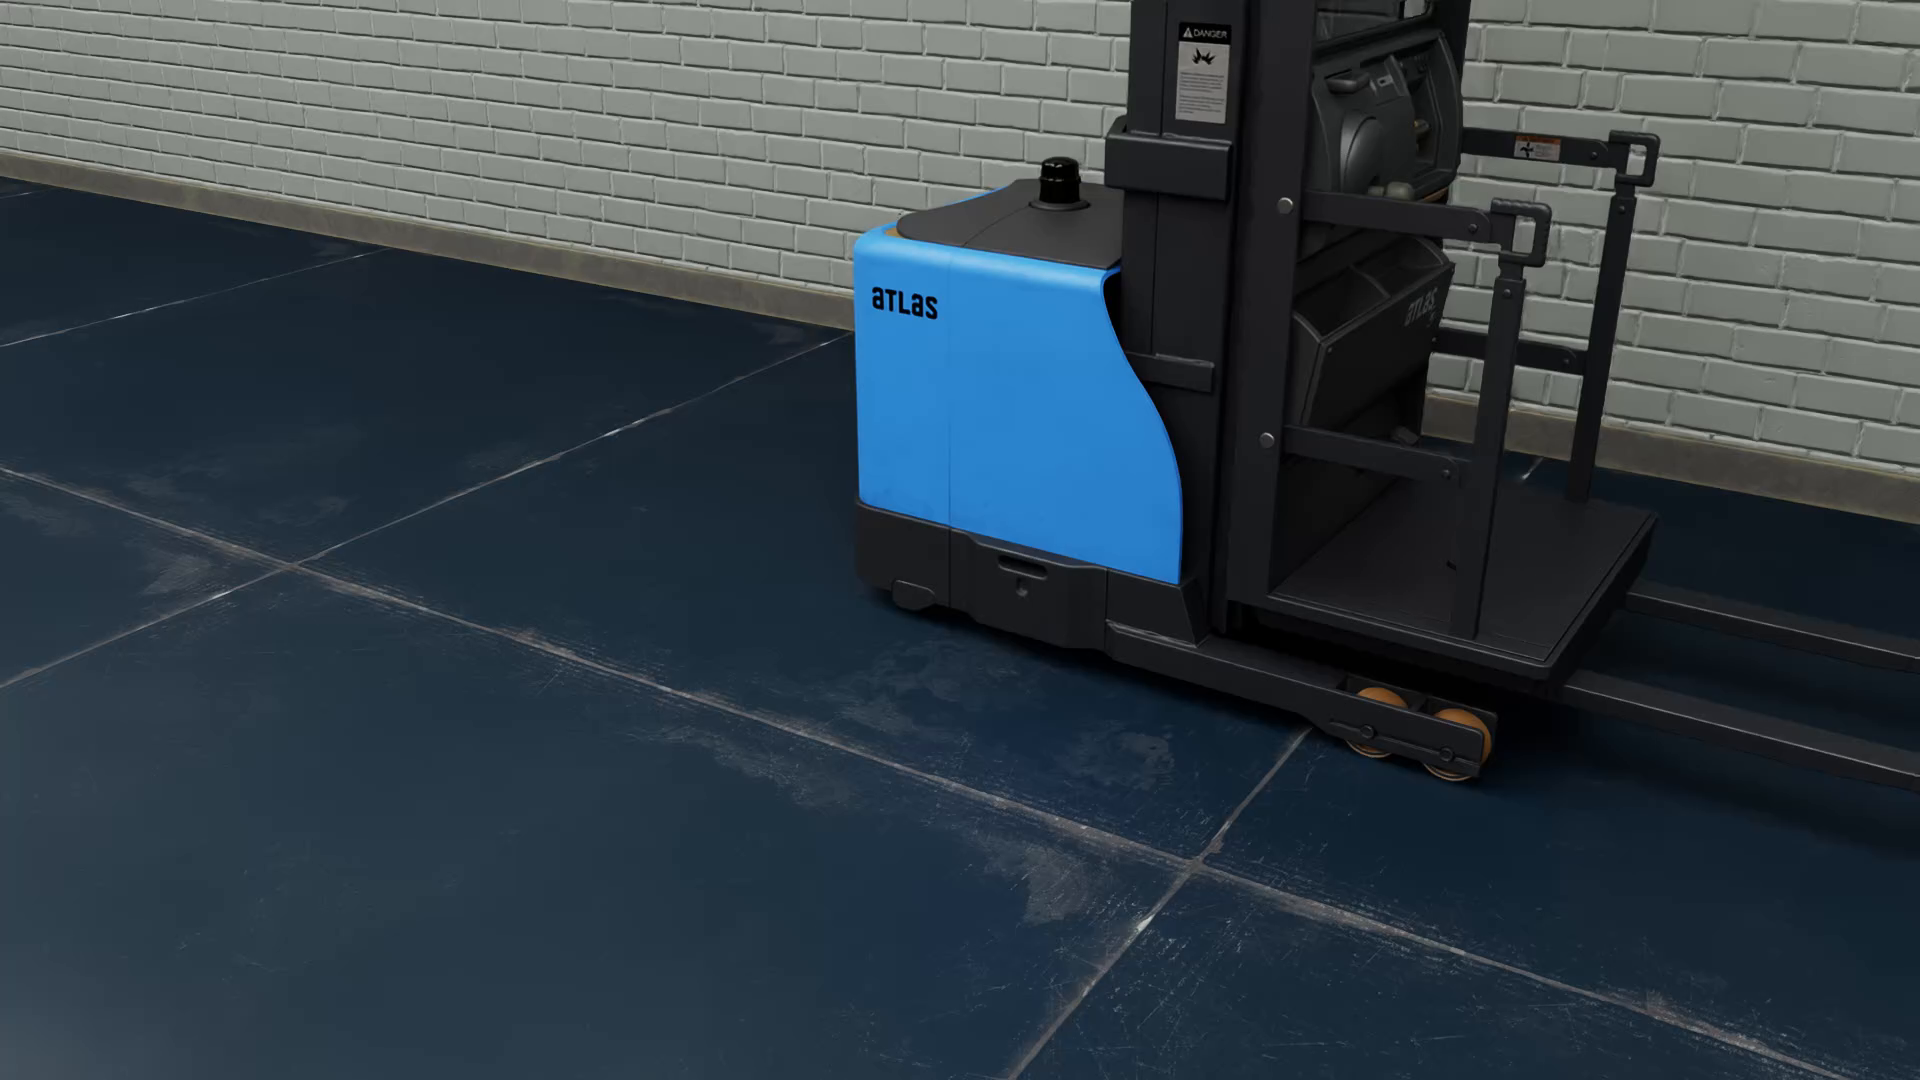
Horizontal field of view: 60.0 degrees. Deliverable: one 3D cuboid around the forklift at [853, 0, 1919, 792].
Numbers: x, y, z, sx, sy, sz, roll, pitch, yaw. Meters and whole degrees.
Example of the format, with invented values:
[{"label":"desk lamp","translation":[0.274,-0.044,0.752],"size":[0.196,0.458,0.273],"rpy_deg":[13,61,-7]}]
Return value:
[{"label":"forklift","translation":[1.209,-1.016,3.907],"size":[3.031,2.935,1.130],"rpy_deg":[15,27,30]}]
